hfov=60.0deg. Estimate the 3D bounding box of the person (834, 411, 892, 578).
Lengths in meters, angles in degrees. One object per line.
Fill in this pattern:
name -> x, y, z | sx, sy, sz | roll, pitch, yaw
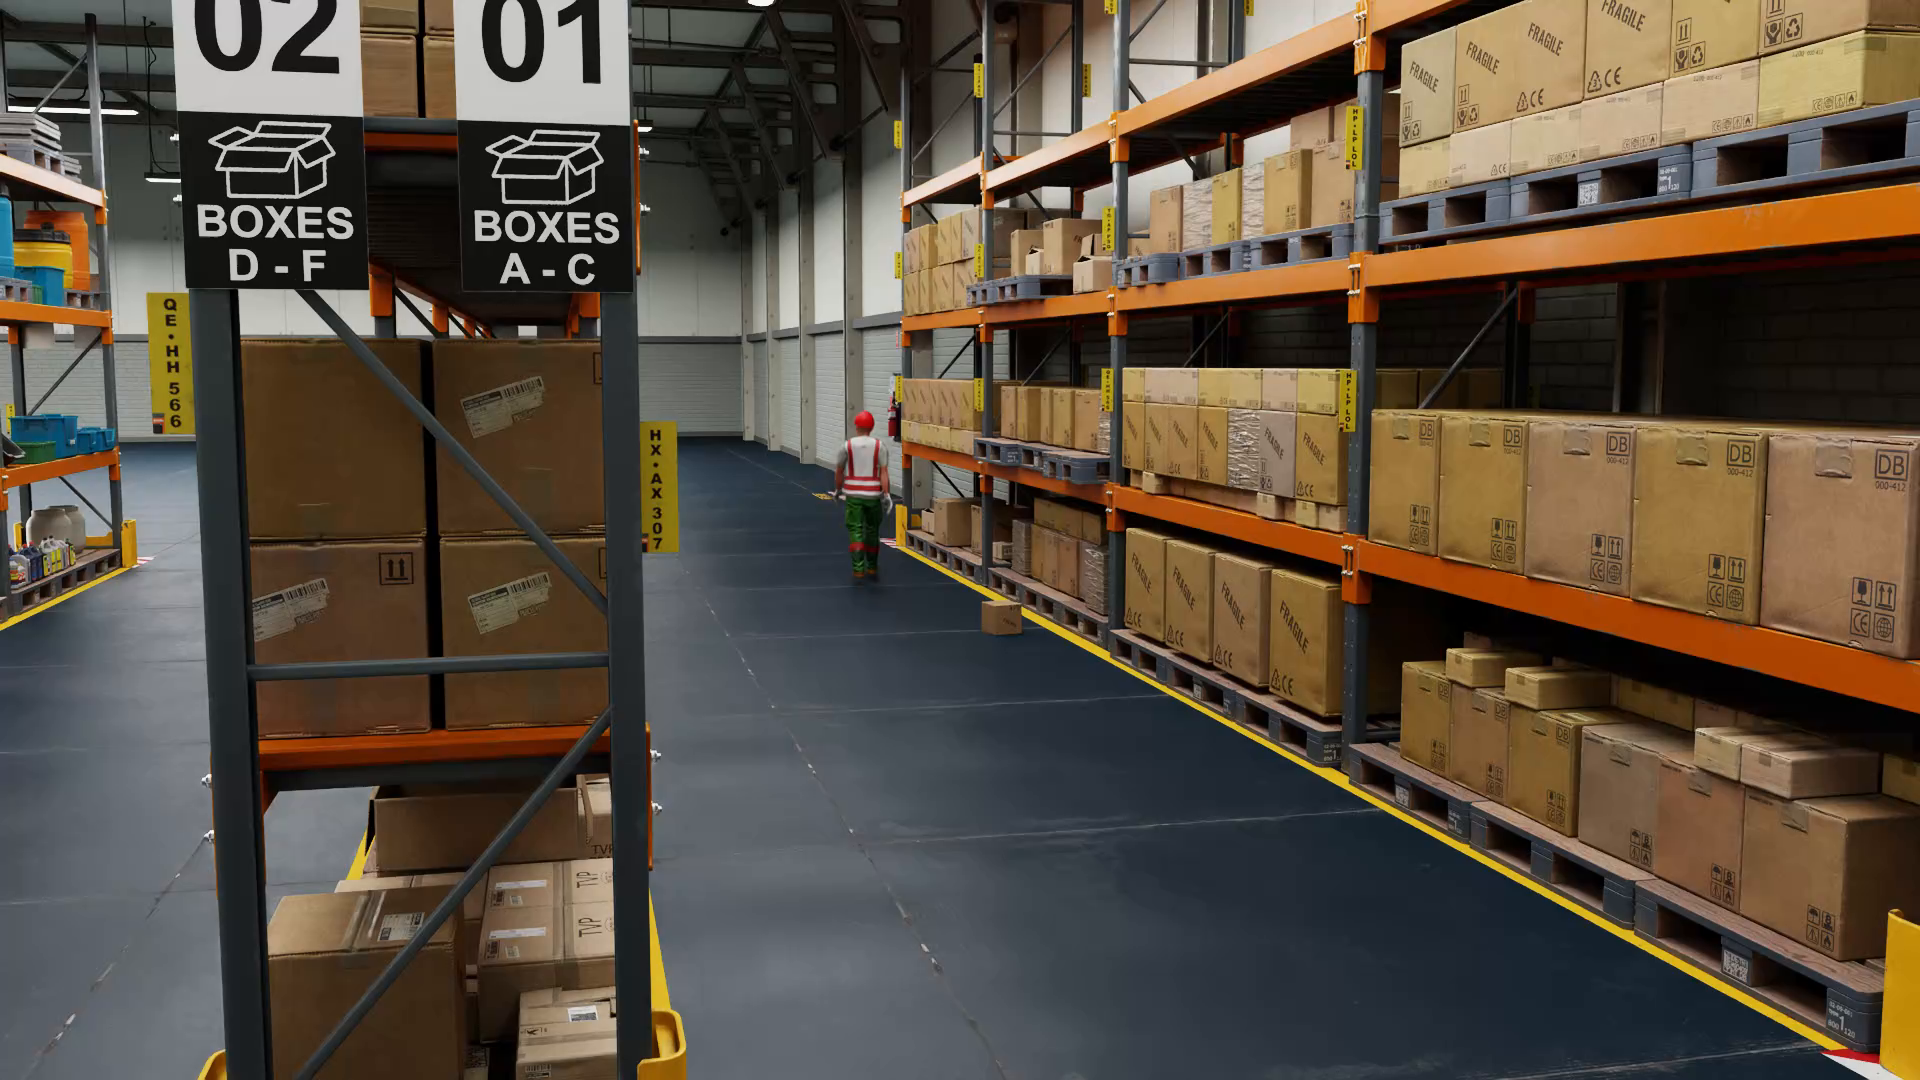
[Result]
person -> -1.017, -0.477, 17.306 | 0.584, 1.742, 1.014 | -1, 6, -8
